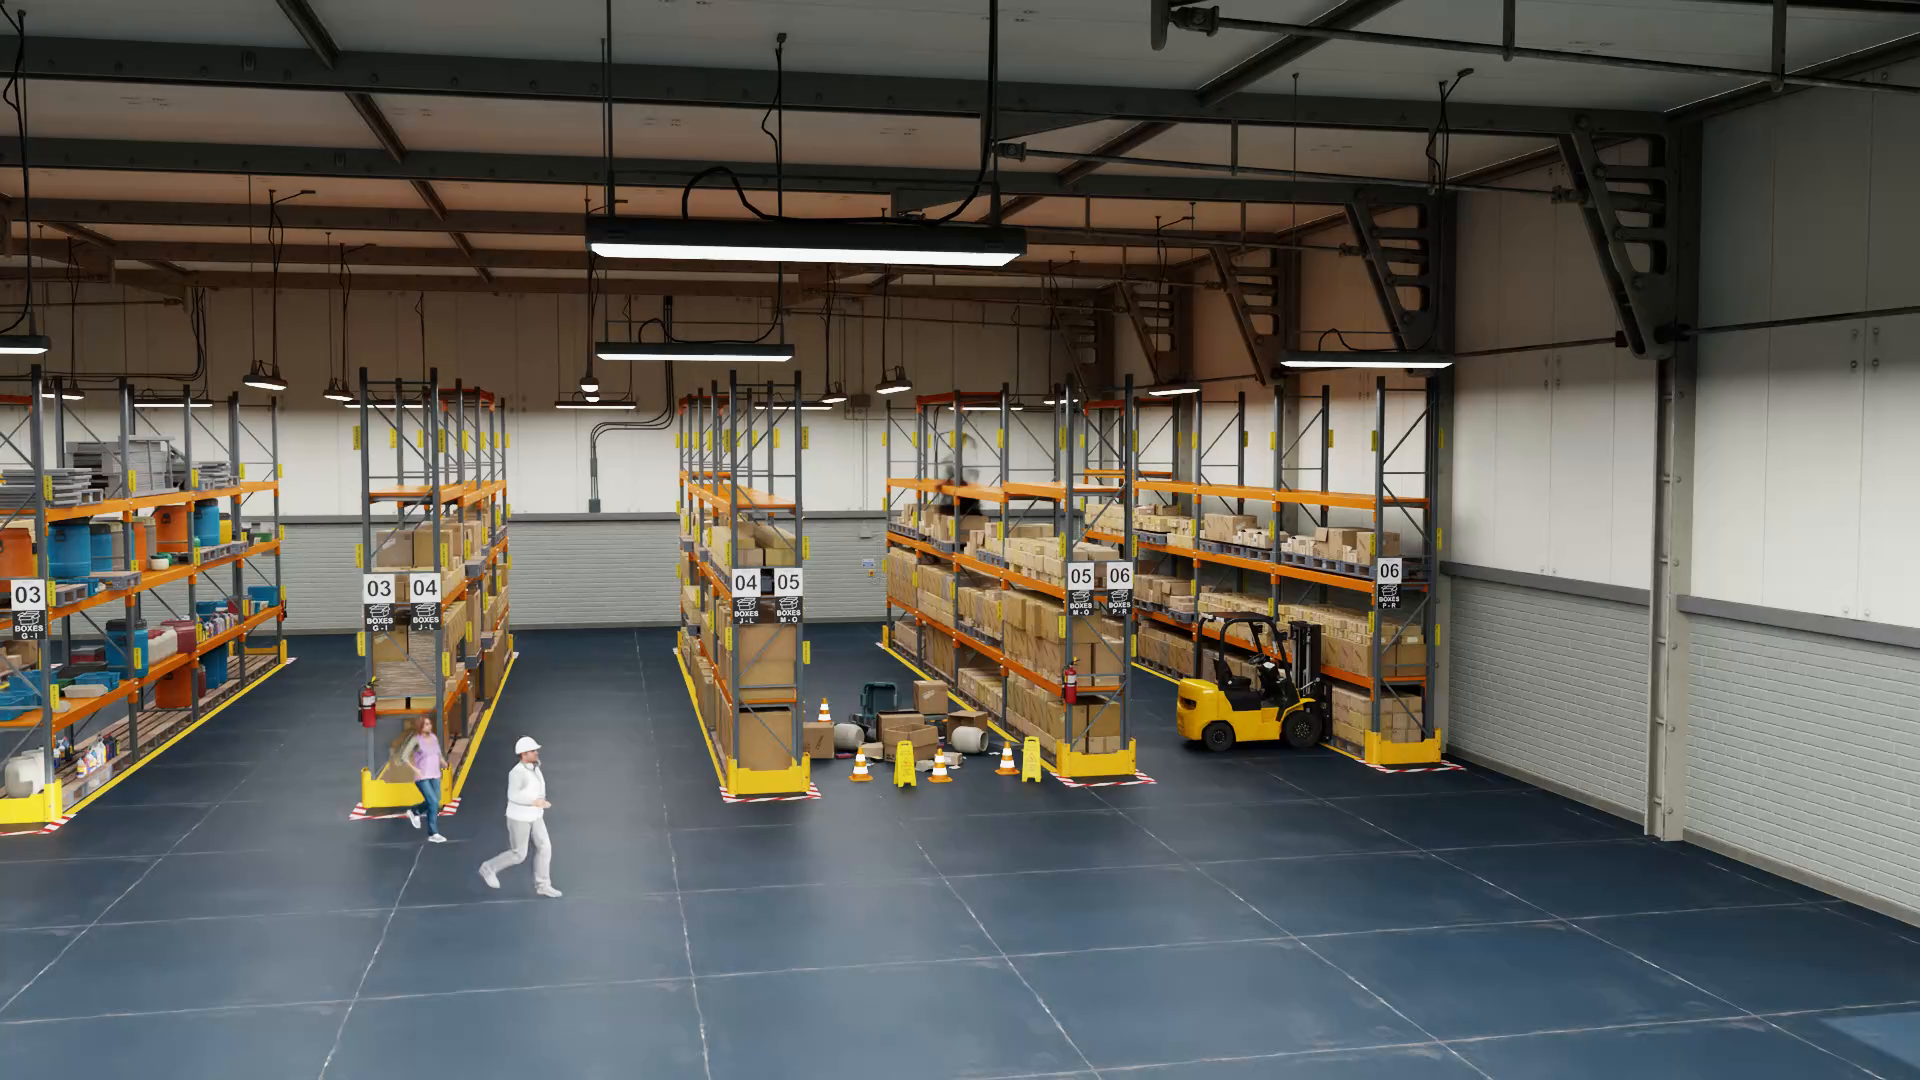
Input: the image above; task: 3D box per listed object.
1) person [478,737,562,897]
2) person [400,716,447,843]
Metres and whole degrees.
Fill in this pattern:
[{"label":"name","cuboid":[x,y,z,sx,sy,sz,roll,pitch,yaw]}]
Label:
[{"label":"person","cuboid":[-4.817,3.033,18.233,0.927,1.764,0.646,1,3,13]},{"label":"person","cuboid":[-6.718,2.980,20.828,0.730,1.560,0.546,2,4,31]}]
